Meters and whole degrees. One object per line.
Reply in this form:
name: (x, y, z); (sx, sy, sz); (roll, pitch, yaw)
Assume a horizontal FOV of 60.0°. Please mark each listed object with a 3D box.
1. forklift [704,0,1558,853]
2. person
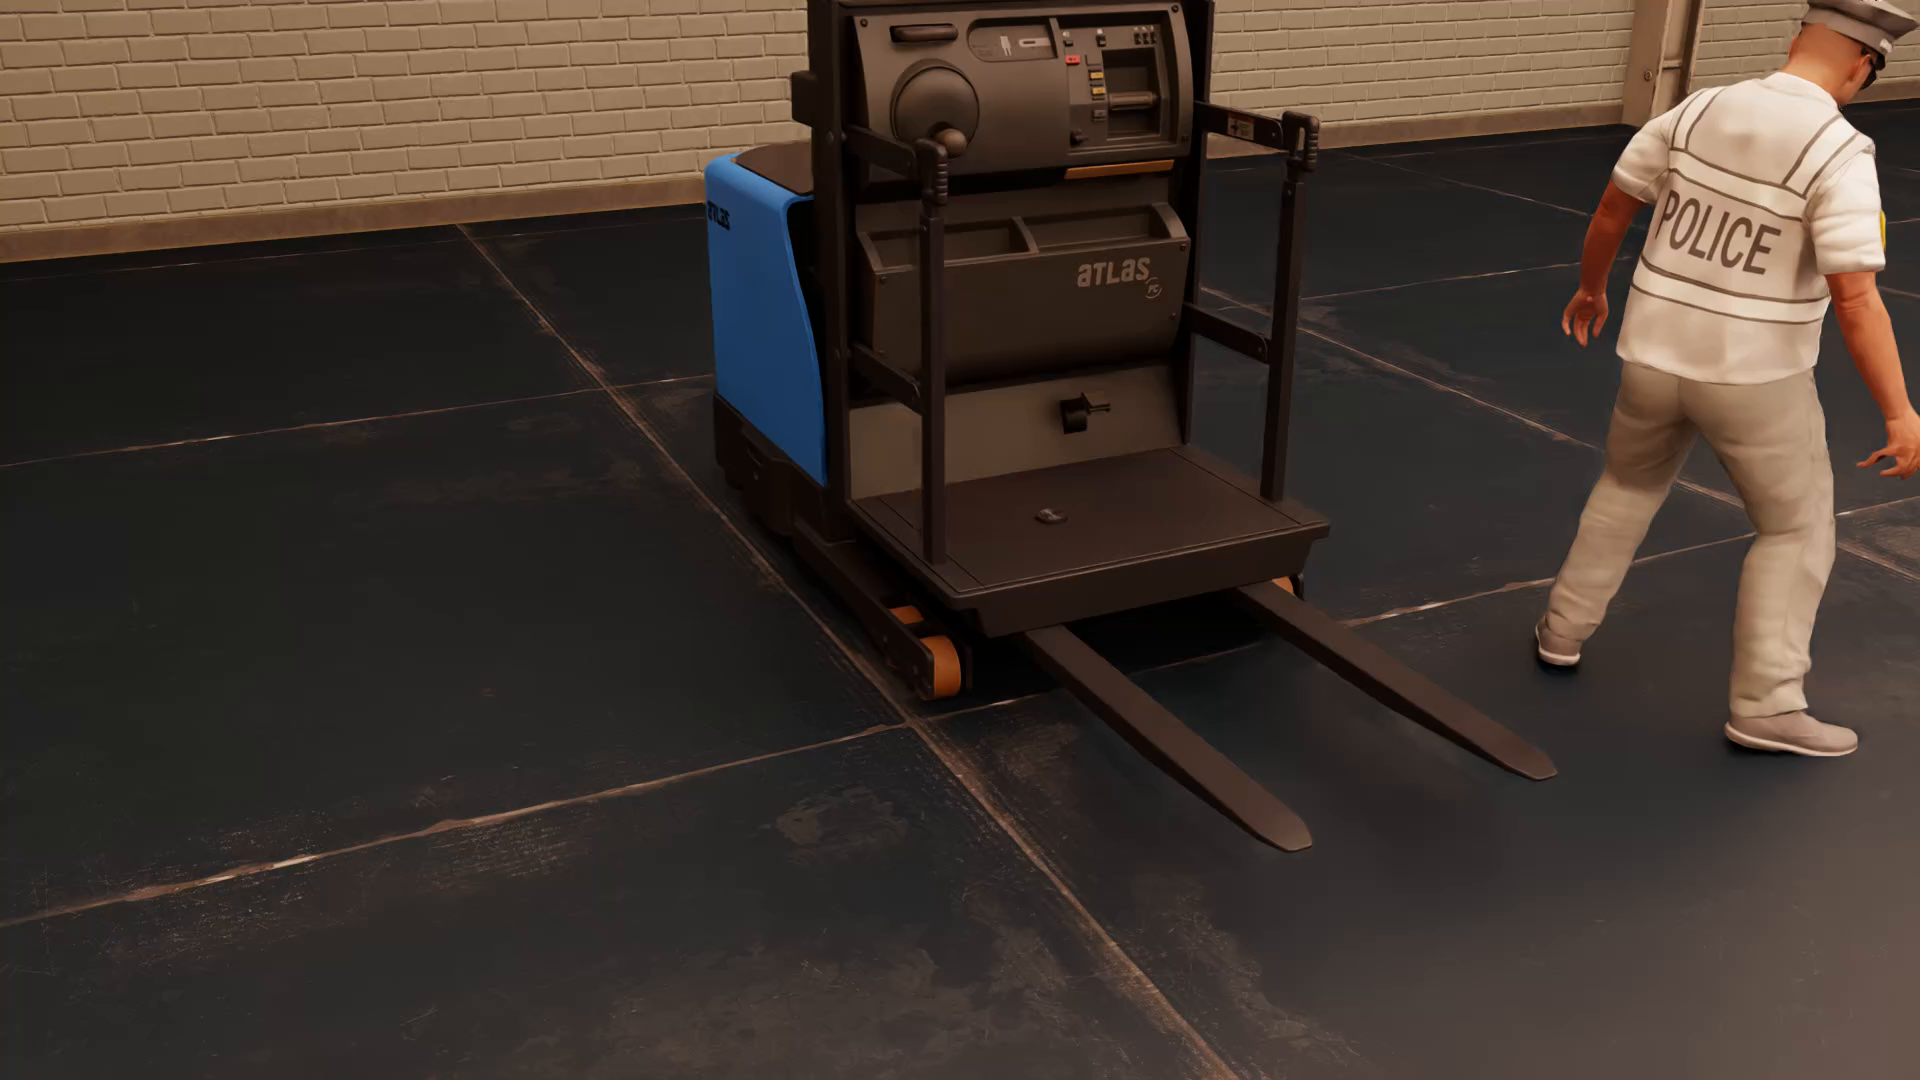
forklift: (0.269, -1.143, 4.037); (1.130, 2.935, 3.031); (-10, 25, -23)
person: (1.820, -0.402, 3.907); (0.451, 1.709, 0.947); (-15, 27, -31)
